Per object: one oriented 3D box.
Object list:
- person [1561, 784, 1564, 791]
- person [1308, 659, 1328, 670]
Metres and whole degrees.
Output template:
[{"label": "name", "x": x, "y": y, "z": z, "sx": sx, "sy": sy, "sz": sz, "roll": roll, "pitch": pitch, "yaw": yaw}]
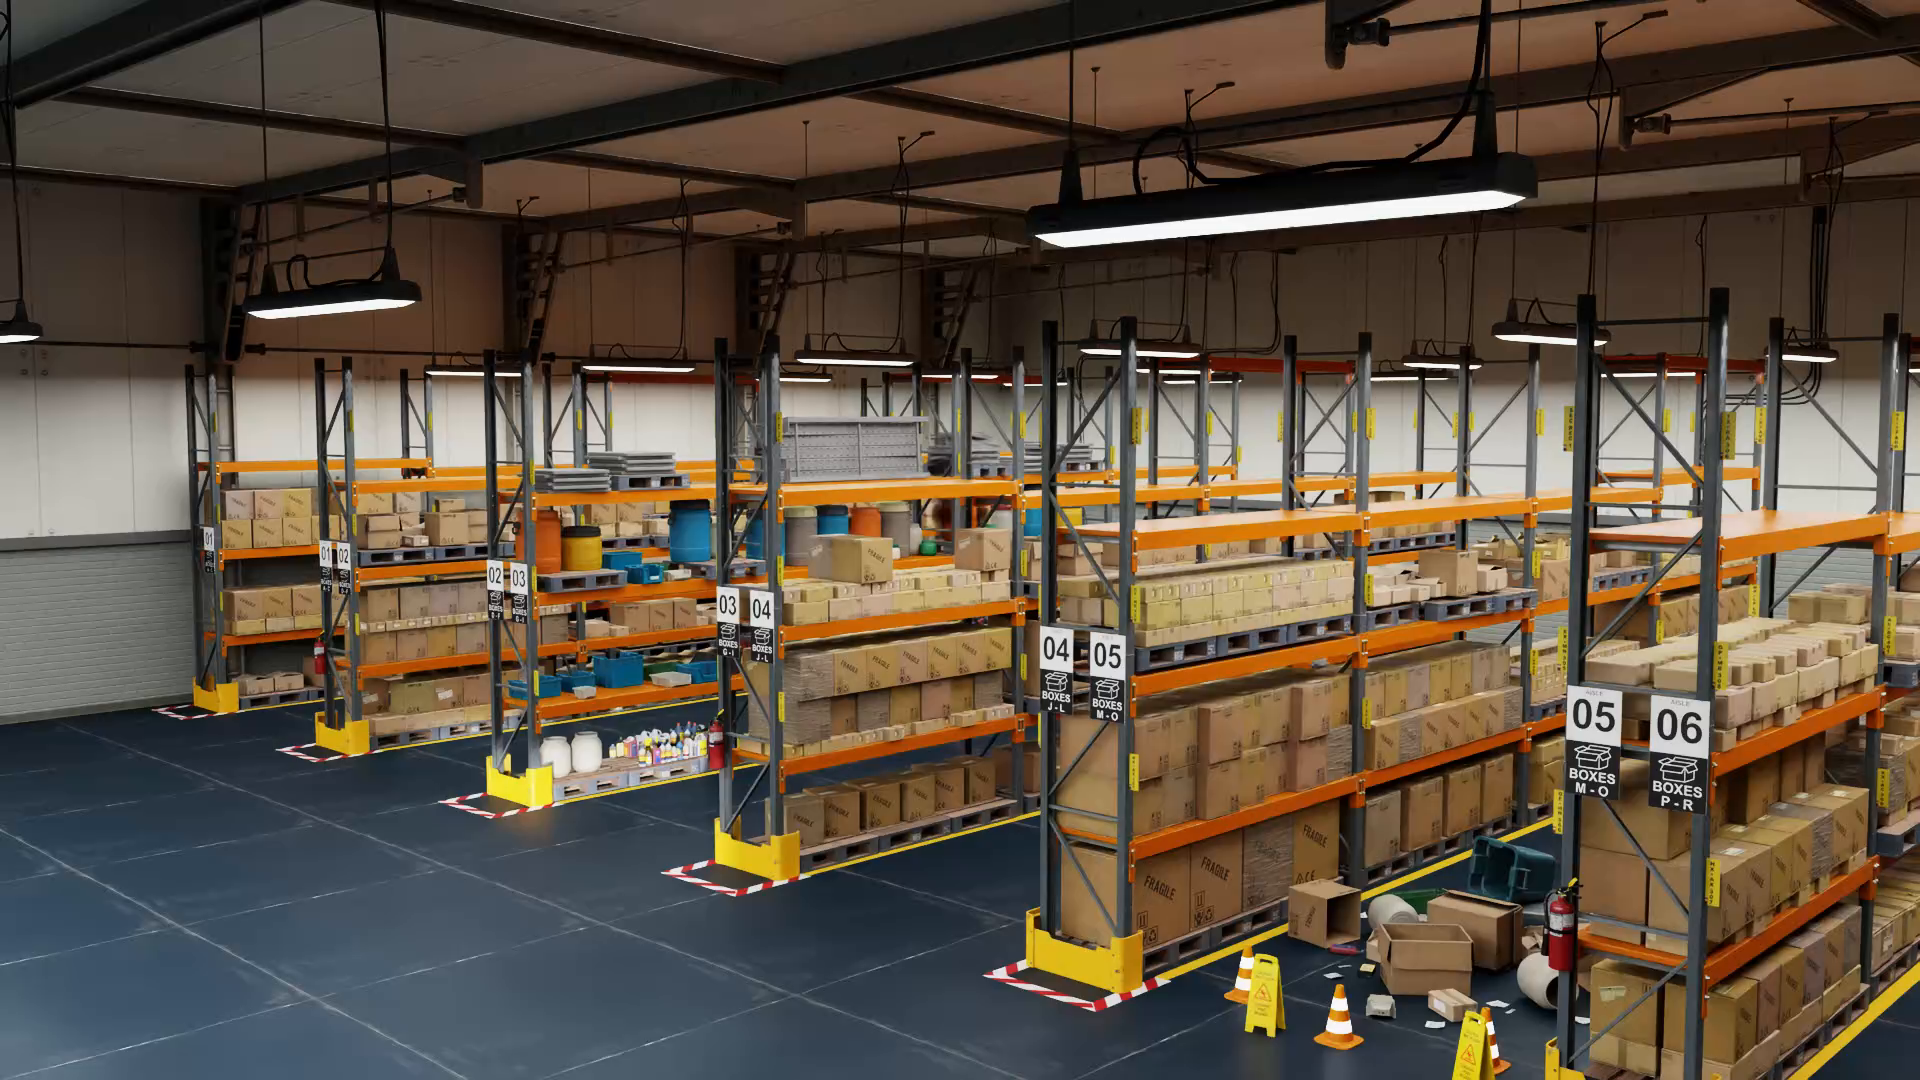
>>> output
[{"label": "person", "x": 7.217, "y": 2.854, "z": 19.199, "sx": 0.498, "sy": 1.683, "sz": 0.451, "roll": 0, "pitch": 4, "yaw": 5}, {"label": "person", "x": 5.017, "y": 2.509, "z": 23.891, "sx": 0.726, "sy": 1.704, "sz": 0.544, "roll": 1, "pitch": 4, "yaw": 9}]
